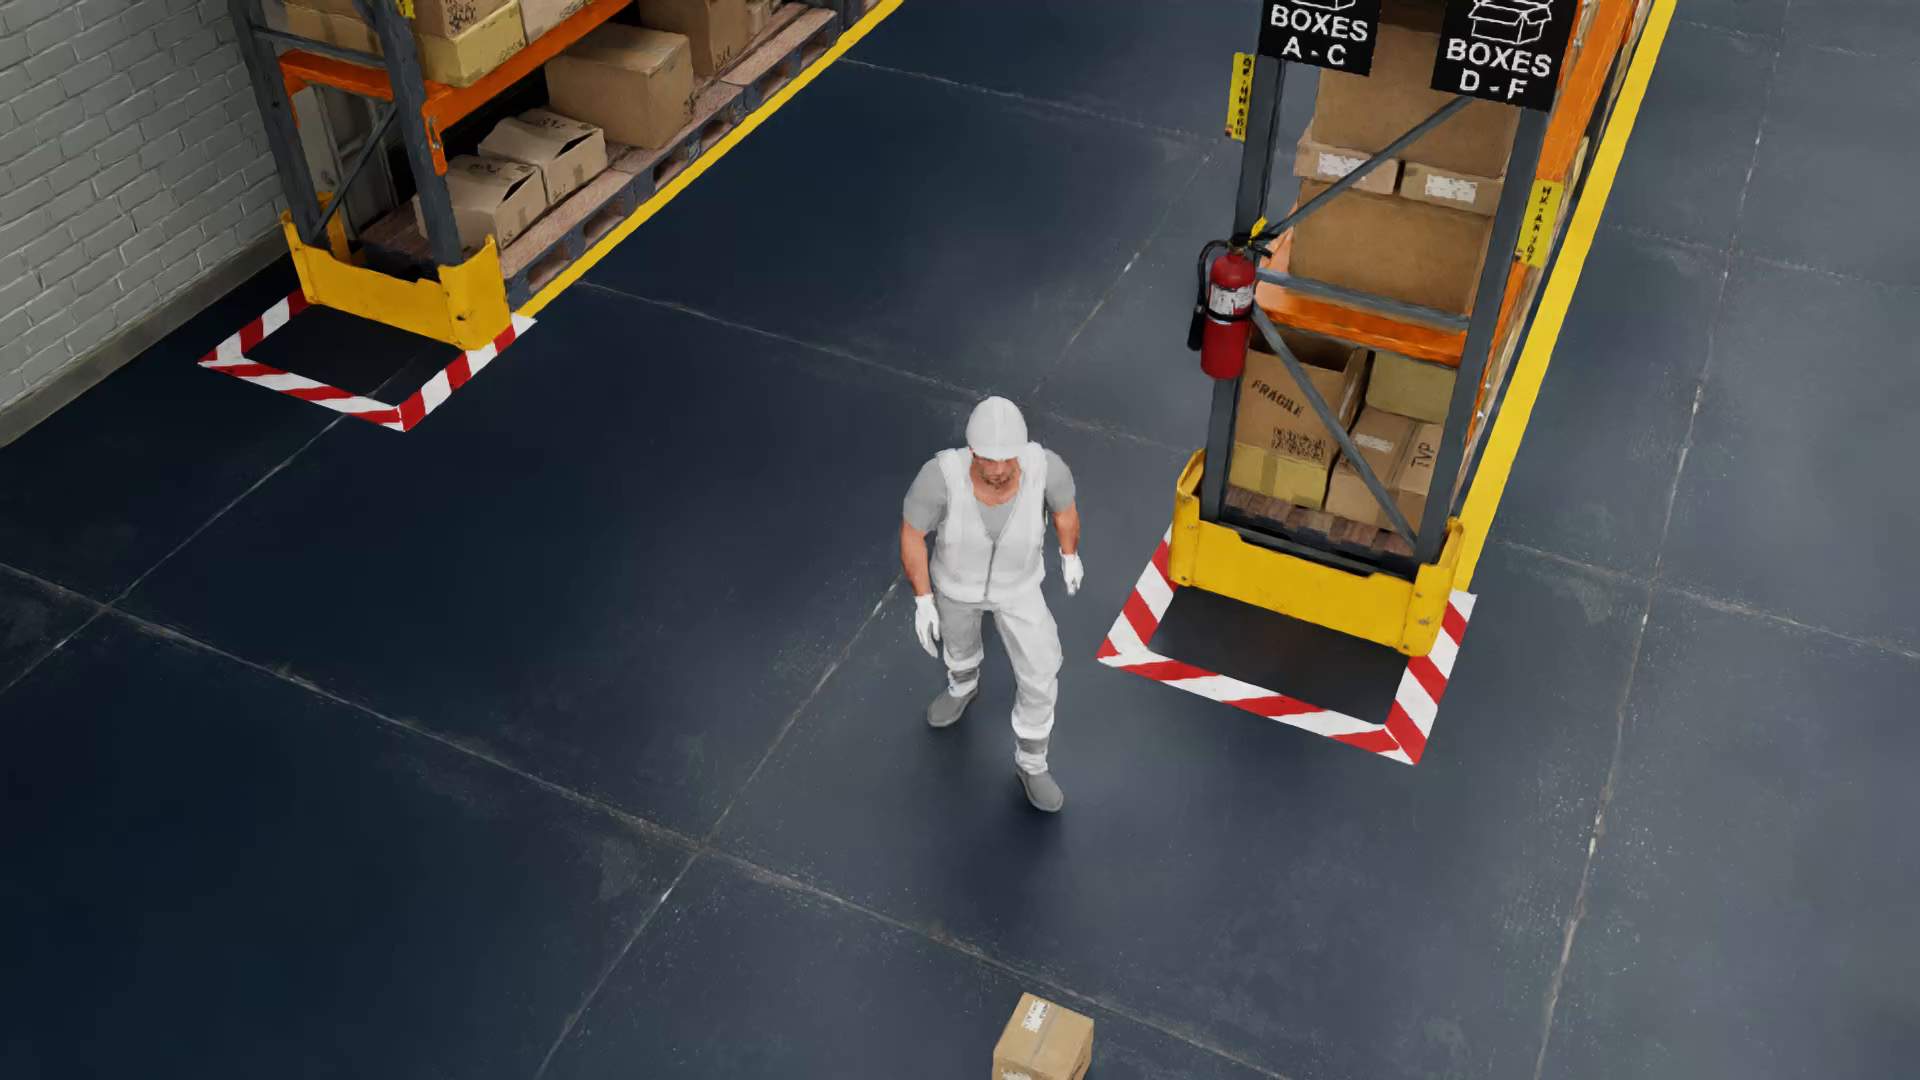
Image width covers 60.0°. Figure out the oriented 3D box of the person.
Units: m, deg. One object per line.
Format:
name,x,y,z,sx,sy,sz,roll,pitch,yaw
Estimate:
person,0.120,0.168,5.964,0.660,1.745,0.719,0,42,1
